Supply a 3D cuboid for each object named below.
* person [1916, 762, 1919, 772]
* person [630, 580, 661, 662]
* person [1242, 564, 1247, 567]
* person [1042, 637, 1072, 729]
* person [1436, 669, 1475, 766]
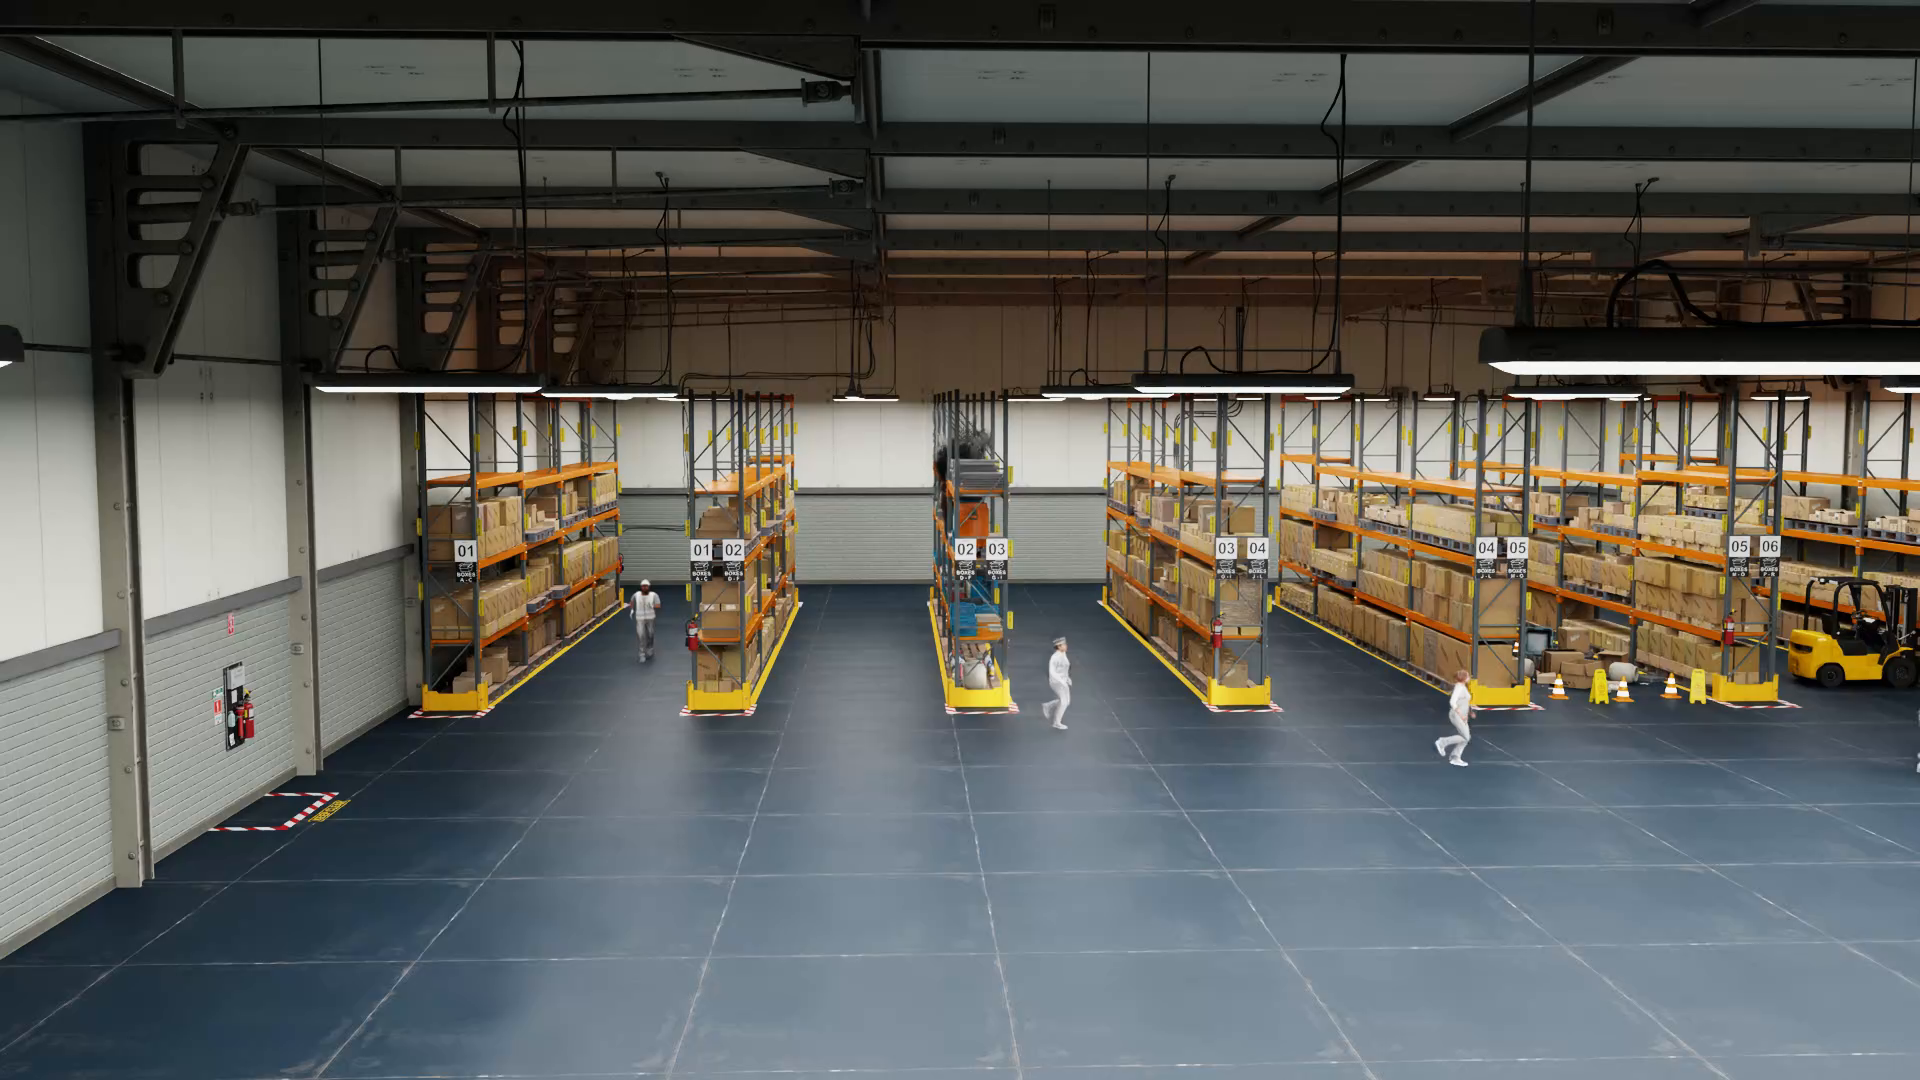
[{"bbox_3d":[15.101,2.818,25.605,0.586,1.639,0.612,4,6,41],"label":"person"},{"bbox_3d":[-7.020,1.775,37.116,0.680,1.779,0.985,-1,5,-10],"label":"person"},{"bbox_3d":[7.863,1.059,47.216,0.658,1.616,0.898,2,5,19],"label":"person"},{"bbox_3d":[1.699,2.516,29.433,0.585,1.644,0.599,2,5,24],"label":"person"},{"bbox_3d":[7.862,2.810,26.371,0.574,1.552,0.523,2,5,24],"label":"person"}]
